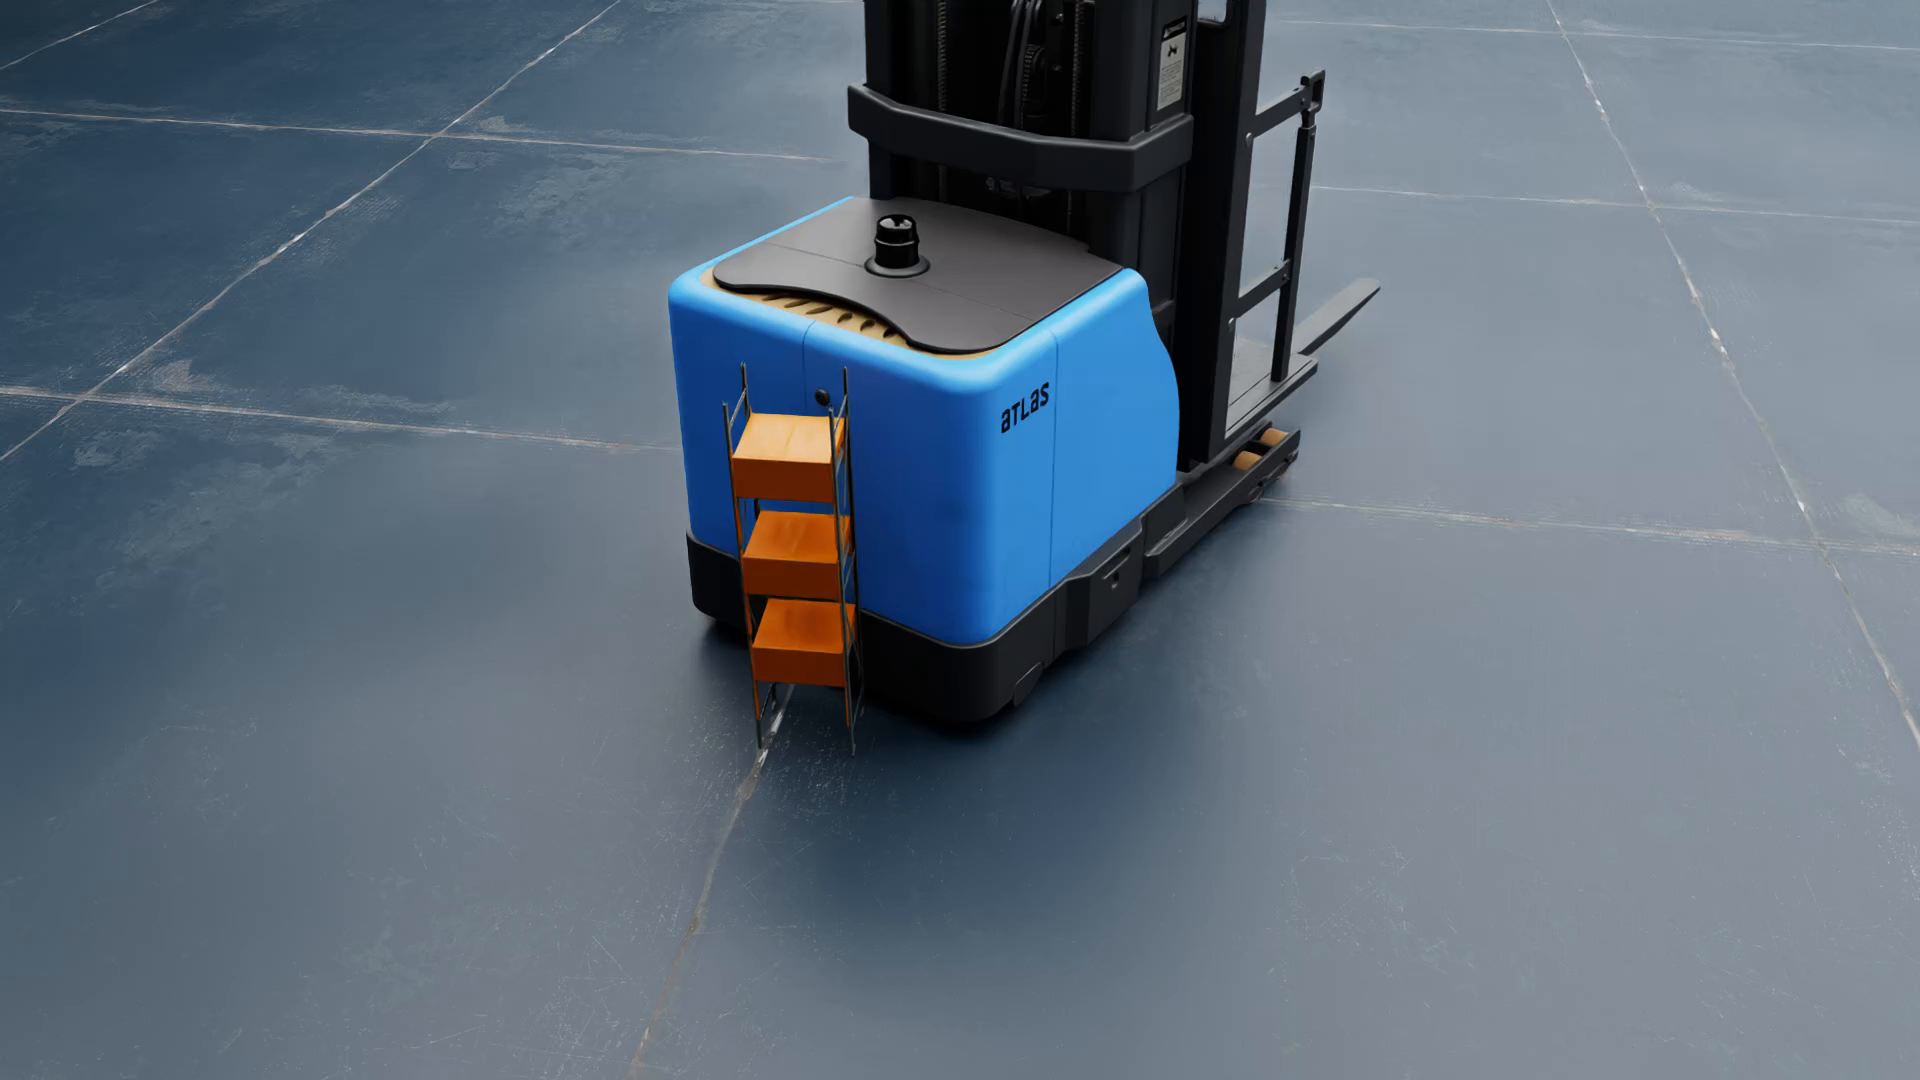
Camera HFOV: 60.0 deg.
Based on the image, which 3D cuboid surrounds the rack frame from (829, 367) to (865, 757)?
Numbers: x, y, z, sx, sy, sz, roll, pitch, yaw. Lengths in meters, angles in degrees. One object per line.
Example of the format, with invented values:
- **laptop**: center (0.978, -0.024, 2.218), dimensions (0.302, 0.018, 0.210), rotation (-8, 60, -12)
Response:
- **rack frame**: center (-0.276, 0.080, 4.120), dimensions (0.008, 1.050, 0.200), rotation (4, 36, 6)

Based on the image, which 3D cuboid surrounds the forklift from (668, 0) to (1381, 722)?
- **forklift**: center (0.482, -1.498, 4.881), dimensions (1.130, 2.935, 3.031), rotation (21, 37, 29)

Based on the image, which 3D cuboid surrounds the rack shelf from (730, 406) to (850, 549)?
- **rack shelf**: center (-0.399, -0.150, 3.974), dimensions (0.240, 0.259, 0.215), rotation (4, 36, 6)

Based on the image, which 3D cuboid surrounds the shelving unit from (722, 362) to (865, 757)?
- **shelving unit**: center (-0.397, 0.073, 4.132), dimensions (0.252, 1.050, 0.215), rotation (4, 36, 6)

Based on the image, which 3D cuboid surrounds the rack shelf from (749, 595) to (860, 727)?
- **rack shelf**: center (-0.395, 0.308, 4.299), dimensions (0.240, 0.259, 0.215), rotation (4, 36, 6)

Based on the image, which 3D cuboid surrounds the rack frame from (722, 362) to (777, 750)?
- **rack frame**: center (-0.518, 0.065, 4.145), dimensions (0.008, 1.050, 0.200), rotation (4, 36, 6)

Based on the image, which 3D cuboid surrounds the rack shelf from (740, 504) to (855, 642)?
- **rack shelf**: center (-0.397, 0.082, 4.138), dimensions (0.240, 0.259, 0.215), rotation (4, 36, 6)
